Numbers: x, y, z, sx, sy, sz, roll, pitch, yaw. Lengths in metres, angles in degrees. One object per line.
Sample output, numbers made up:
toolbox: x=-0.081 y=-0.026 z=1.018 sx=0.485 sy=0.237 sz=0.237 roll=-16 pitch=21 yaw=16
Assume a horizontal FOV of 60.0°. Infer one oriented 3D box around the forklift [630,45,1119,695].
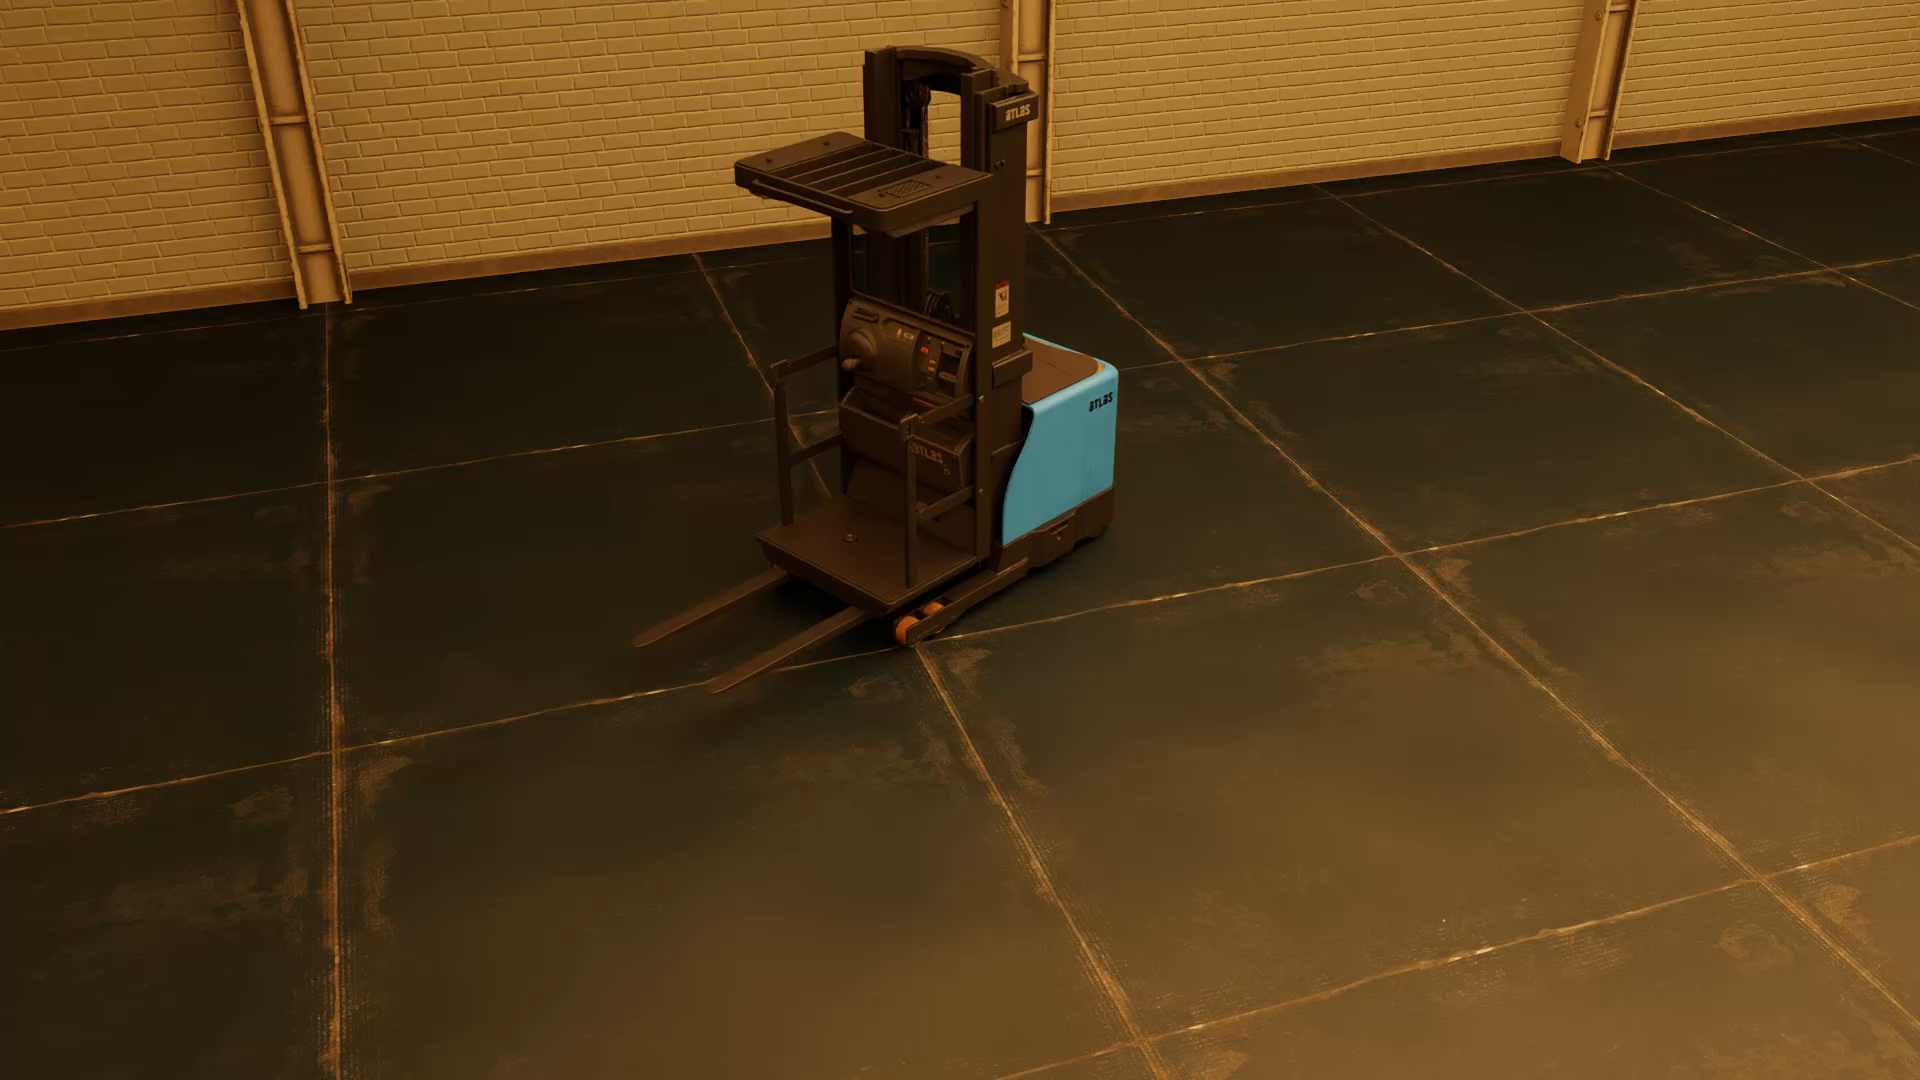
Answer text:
forklift: x=-0.440 y=-0.977 z=8.784 sx=1.130 sy=2.935 sz=3.031 roll=25 pitch=38 yaw=36
